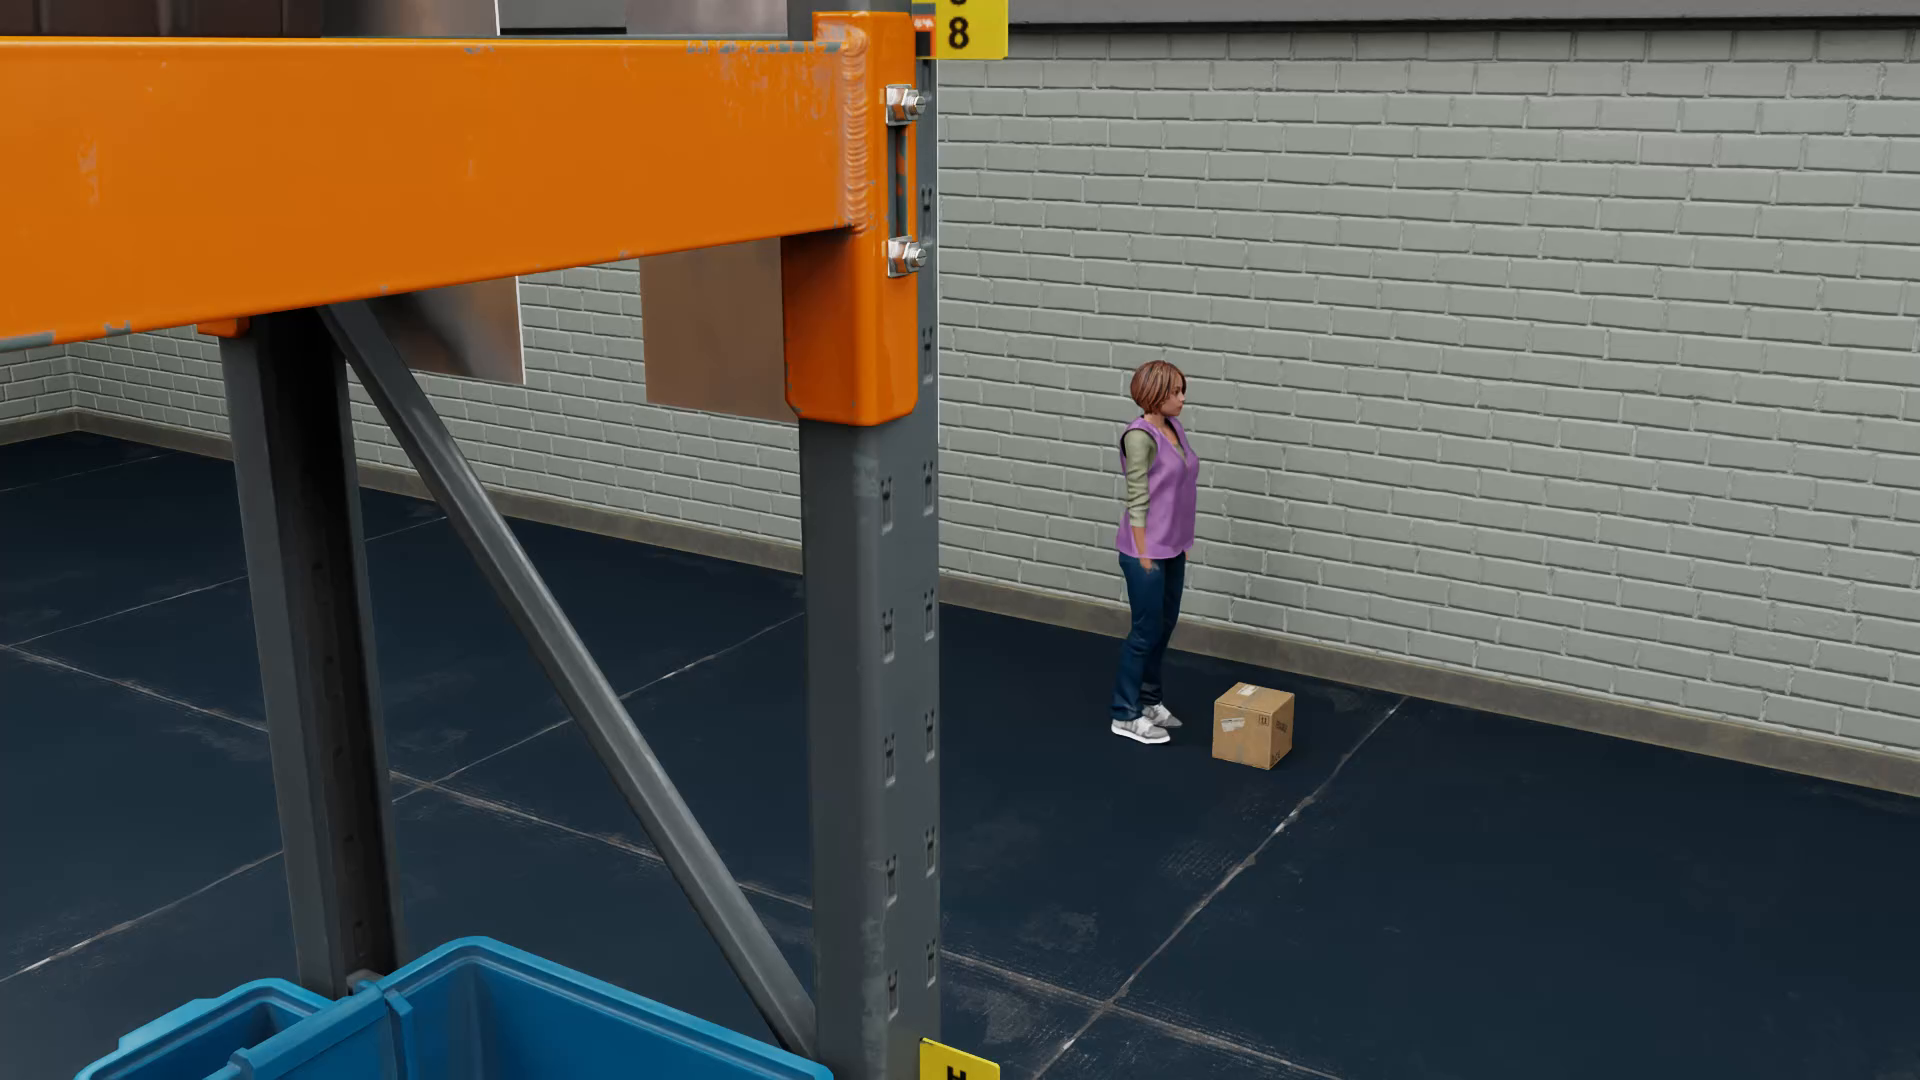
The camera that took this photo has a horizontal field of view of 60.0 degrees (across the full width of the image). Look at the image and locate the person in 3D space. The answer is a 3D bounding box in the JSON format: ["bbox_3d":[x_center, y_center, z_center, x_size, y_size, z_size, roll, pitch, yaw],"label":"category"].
[{"bbox_3d":[0.810,0.060,6.904,0.311,1.629,0.408,10,19,31],"label":"person"}]
